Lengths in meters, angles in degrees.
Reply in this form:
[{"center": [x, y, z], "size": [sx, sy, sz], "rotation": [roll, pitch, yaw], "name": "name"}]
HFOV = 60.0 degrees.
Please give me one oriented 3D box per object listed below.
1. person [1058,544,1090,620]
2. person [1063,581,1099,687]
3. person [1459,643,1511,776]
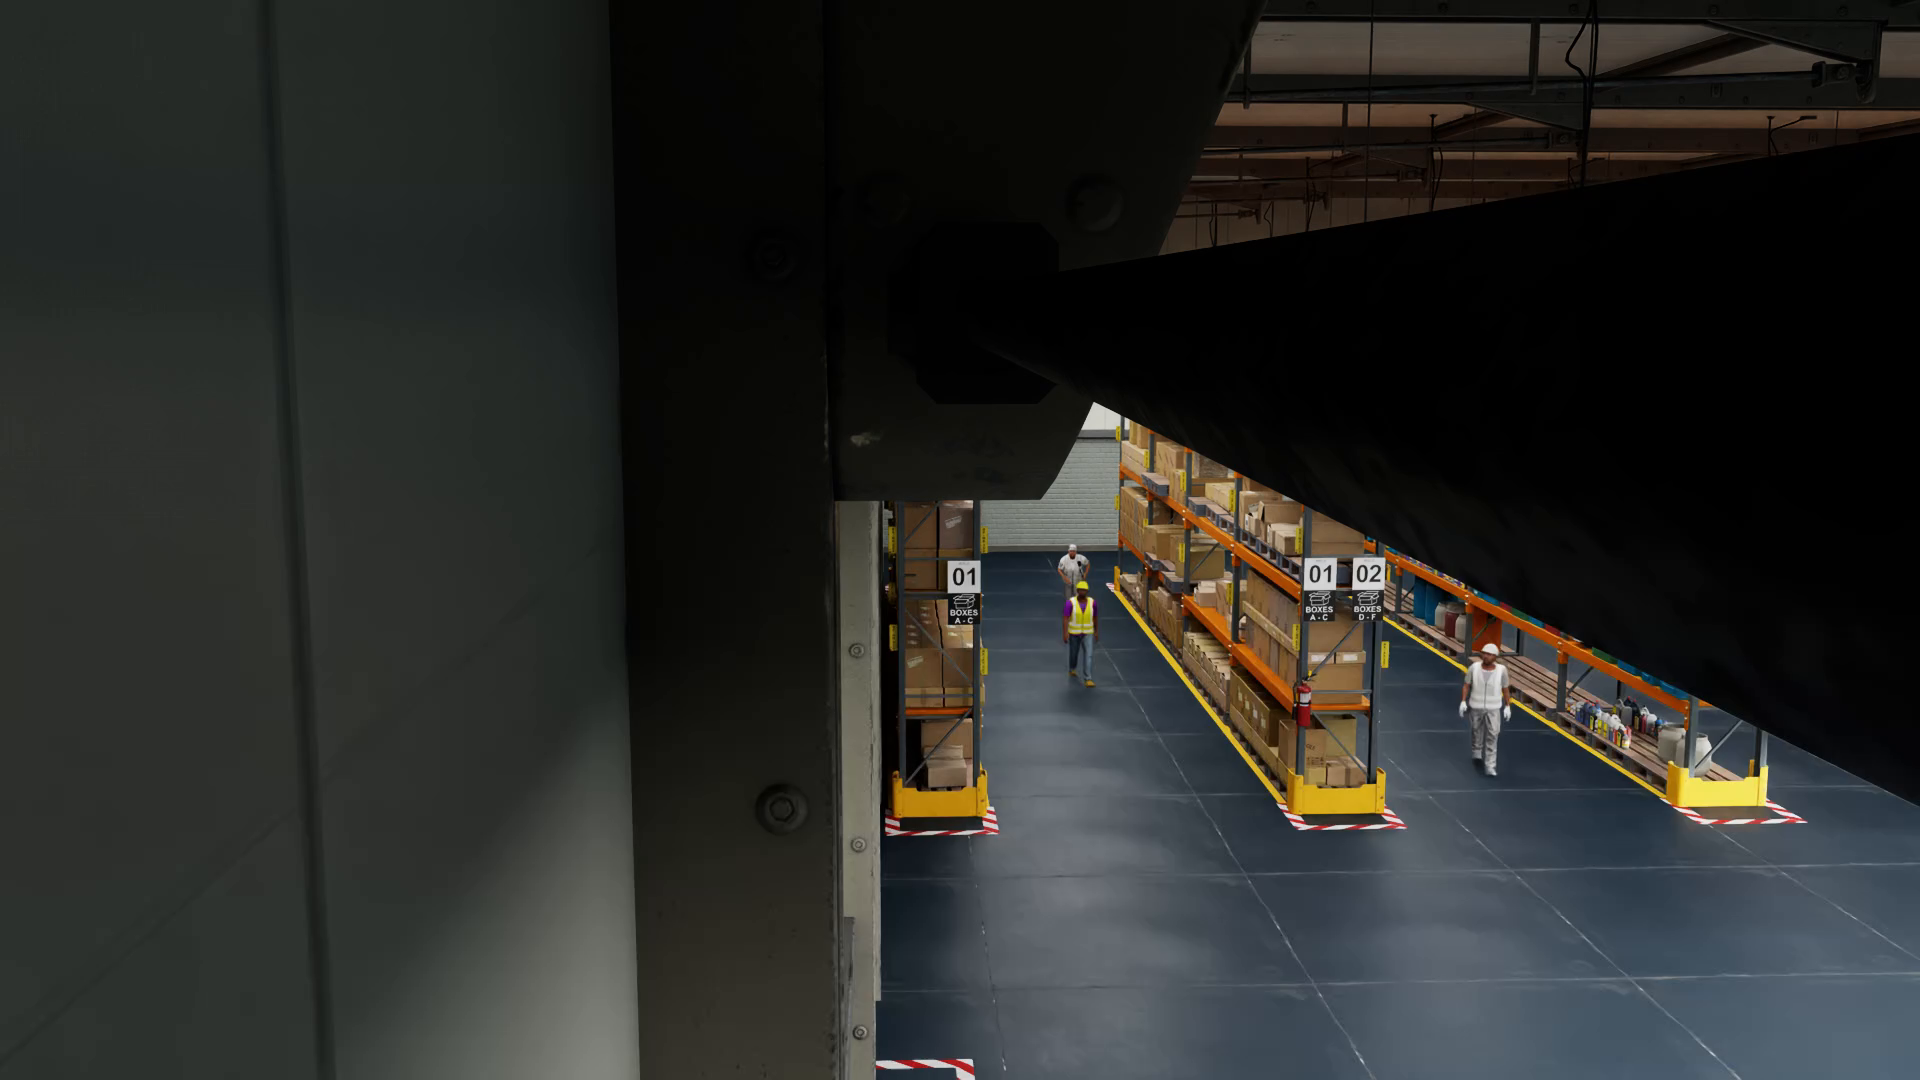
[{"center": [2.250, 0.838, 32.805], "size": [0.635, 1.579, 0.748], "rotation": [1, 8, 7], "name": "person"}, {"center": [2.003, 1.531, 27.485], "size": [0.642, 1.714, 1.093], "rotation": [-1, 8, -6], "name": "person"}, {"center": [7.092, 2.252, 22.440], "size": [0.674, 1.729, 1.101], "rotation": [2, 9, 16], "name": "person"}]
